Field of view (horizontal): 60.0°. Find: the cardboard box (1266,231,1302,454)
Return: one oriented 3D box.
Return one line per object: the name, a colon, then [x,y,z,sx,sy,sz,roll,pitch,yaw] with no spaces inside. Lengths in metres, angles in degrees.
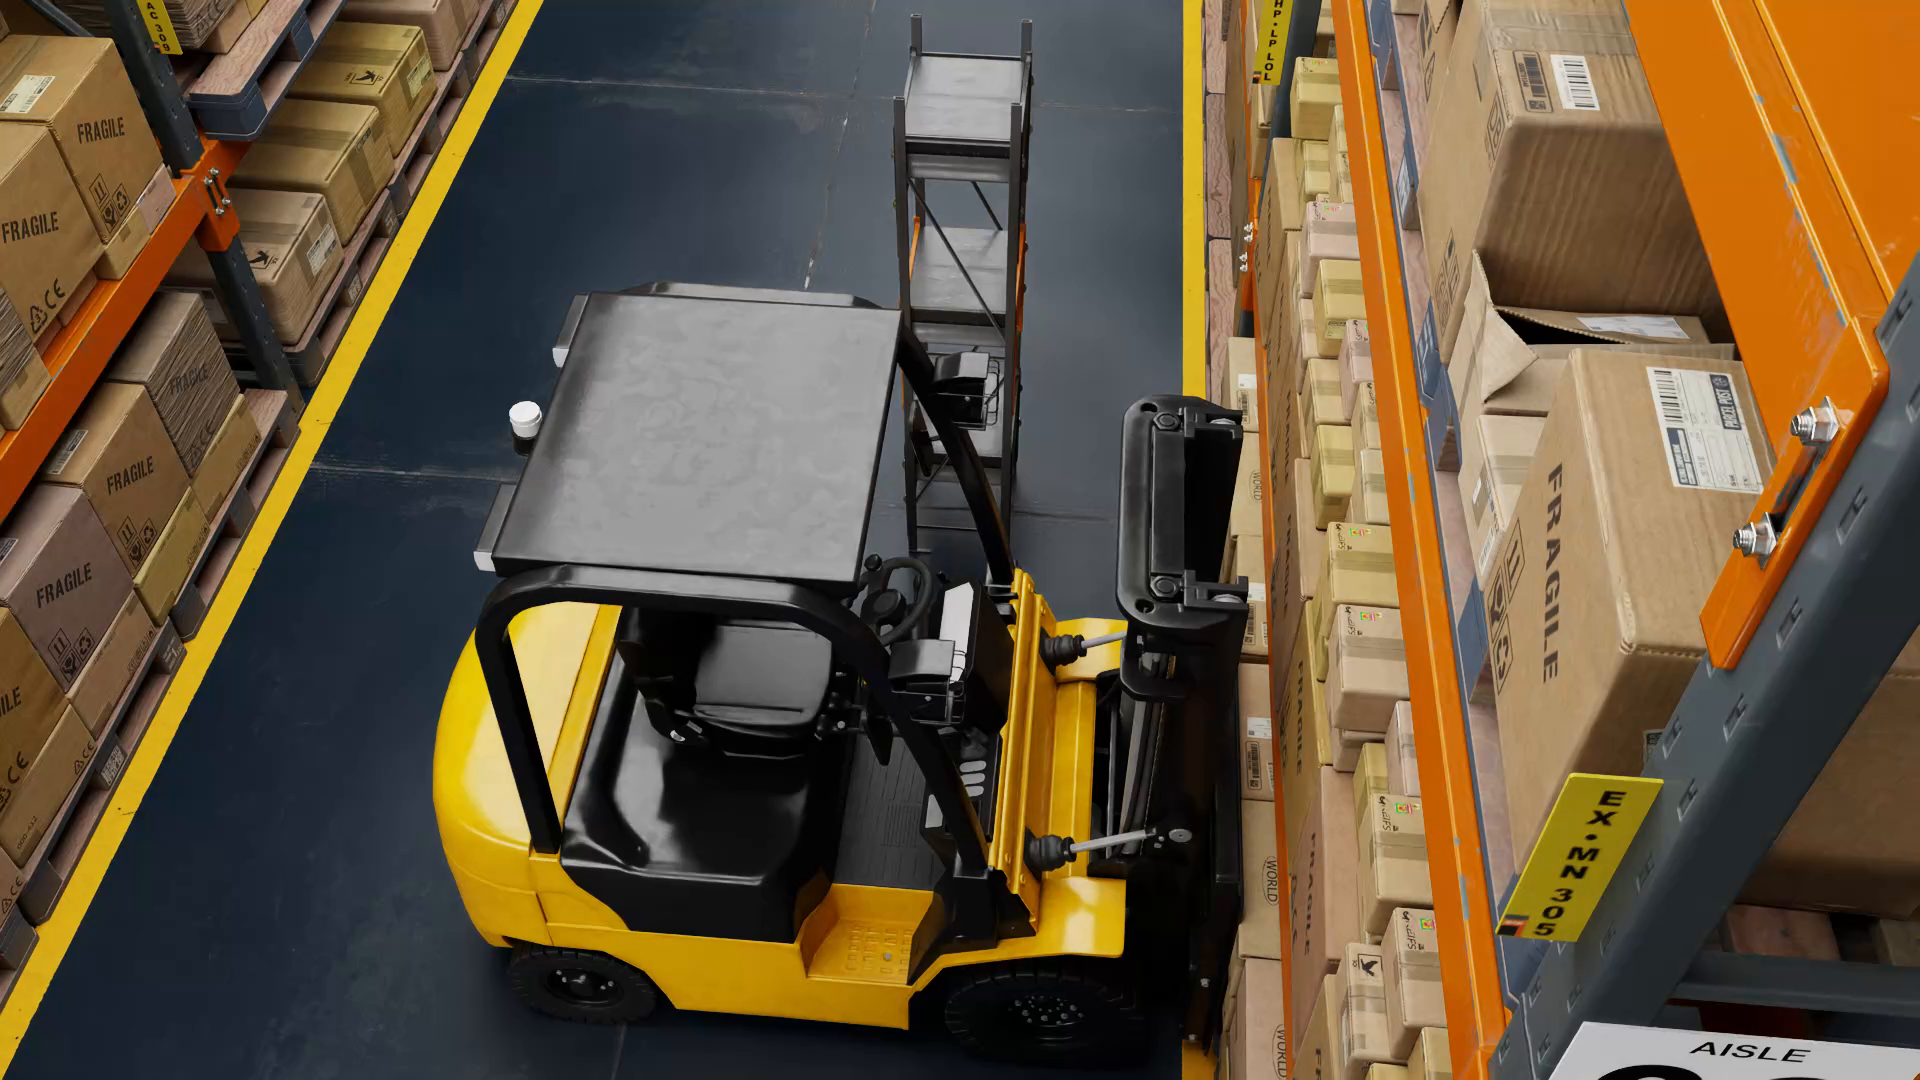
cardboard box: [1.246,-0.597,5.195,0.500,0.500,0.500,5,48,4]

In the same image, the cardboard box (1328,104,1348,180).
cardboard box: [1.336,-1.195,5.101,0.380,0.149,0.250,5,48,4]

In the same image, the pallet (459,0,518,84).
pallet: [-3.074,-3.011,9.361,1.003,0.211,1.213,4,48,4]

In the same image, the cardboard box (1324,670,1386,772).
cardboard box: [1.055,0.400,3.844,0.380,0.149,0.250,2,48,2]

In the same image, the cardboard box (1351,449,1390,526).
cardboard box: [1.169,-0.074,4.076,0.380,0.149,0.250,4,48,4]

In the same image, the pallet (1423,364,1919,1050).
pallet: [1.303,0.183,2.577,1.003,0.211,1.213,4,48,4]

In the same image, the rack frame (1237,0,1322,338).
rack frame: [1.577,-1.256,5.866,1.000,3.000,0.127,4,48,4]

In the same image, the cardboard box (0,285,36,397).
cardboard box: [-3.242,-0.617,5.012,0.500,0.500,0.500,5,48,5]

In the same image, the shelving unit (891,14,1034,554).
shelving unit: [0.015,-0.830,6.086,0.431,2.100,0.503,4,48,4]

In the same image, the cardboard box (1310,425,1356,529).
cardboard box: [1.125,-0.157,4.353,0.380,0.149,0.250,3,48,3]

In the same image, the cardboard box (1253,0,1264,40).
cardboard box: [1.407,-2.130,6.428,0.500,0.250,0.500,3,48,3]

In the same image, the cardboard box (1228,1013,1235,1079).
cardboard box: [1.002,1.555,4.535,0.500,0.250,0.500,3,48,3]

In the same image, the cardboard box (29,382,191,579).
cardboard box: [-3.198,-0.227,5.995,0.500,0.500,0.500,5,48,4]

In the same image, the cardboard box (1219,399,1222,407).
cardboard box: [1.226,-0.303,6.235,0.500,0.250,0.500,4,48,3]

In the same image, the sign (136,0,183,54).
sign: [-2.825,-1.848,5.821,0.100,0.325,0.005,4,48,4]

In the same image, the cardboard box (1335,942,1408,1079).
cardboard box: [0.959,0.968,3.325,0.380,0.149,0.250,5,48,4]

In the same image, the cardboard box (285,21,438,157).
cardboard box: [-3.197,-2.267,8.287,0.950,0.372,0.625,5,48,5]

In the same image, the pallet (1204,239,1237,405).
pallet: [1.605,-0.859,7.392,1.003,0.211,1.213,4,48,4]

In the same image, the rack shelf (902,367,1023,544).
rack shelf: [0.015,-0.349,6.613,0.431,0.518,0.480,4,48,4]

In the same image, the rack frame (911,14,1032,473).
rack frame: [0.037,-1.010,6.250,0.400,2.100,0.015,4,48,4]

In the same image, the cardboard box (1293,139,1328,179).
cardboard box: [1.286,-1.292,5.391,0.380,0.149,0.250,3,48,3]

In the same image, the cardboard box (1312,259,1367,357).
cardboard box: [1.182,-0.633,4.588,0.380,0.149,0.250,3,48,3]

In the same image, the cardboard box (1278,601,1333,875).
cardboard box: [1.099,0.513,4.180,0.500,0.500,0.500,3,48,3]

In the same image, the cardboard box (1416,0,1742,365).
cardboard box: [1.203,-0.625,2.836,0.700,0.500,0.500,4,48,4]

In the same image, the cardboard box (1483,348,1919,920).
cardboard box: [1.010,0.120,2.154,0.500,0.500,0.500,5,48,5]

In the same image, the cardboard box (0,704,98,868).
cardboard box: [-3.291,0.788,5.575,0.500,0.250,0.500,7,48,6]

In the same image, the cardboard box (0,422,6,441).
cardboard box: [-3.234,-0.312,5.173,0.380,0.149,0.250,3,48,3]

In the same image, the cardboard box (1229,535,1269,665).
cardboard box: [1.130,0.269,5.372,0.500,0.250,0.500,5,48,5]

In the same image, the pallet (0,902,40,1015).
pallet: [-3.615,1.643,5.104,1.003,0.211,1.213,4,48,4]

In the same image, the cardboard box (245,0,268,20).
cardboard box: [-2.970,-2.211,6.626,0.380,0.149,0.250,5,48,4]

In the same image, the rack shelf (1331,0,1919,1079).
rack shelf: [1.395,-0.622,3.608,0.919,0.124,3.809,4,48,4]

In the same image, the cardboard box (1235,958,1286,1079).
cardboard box: [0.985,1.398,4.340,0.500,0.250,0.500,5,48,4]

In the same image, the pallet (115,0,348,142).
pallet: [-3.152,-2.074,6.744,1.003,0.211,1.213,4,48,4]

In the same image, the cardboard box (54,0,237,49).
cardboard box: [-3.038,-2.188,6.164,0.500,0.500,0.500,5,48,4]

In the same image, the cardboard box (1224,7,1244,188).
cardboard box: [1.758,-2.102,7.965,0.875,0.625,0.625,2,48,2]

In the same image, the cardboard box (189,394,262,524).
cardboard box: [-3.153,-0.348,6.614,0.500,0.250,0.500,6,48,5]

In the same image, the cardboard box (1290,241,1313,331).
cardboard box: [1.172,-0.732,4.879,0.380,0.149,0.250,5,48,4]

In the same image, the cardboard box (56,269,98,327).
cardboard box: [-3.209,-0.875,5.688,0.380,0.149,0.250,4,48,4]

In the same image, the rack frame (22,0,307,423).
rack frame: [-3.366,-1.587,6.168,1.000,3.000,0.127,4,48,4]

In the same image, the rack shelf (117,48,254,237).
rack shelf: [-3.184,-2.814,7.778,1.077,0.370,4.000,4,48,4]

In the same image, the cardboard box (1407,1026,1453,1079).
cardboard box: [1.035,1.053,3.045,0.380,0.149,0.250,4,48,4]

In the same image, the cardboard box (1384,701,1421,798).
cardboard box: [1.120,0.498,3.553,0.380,0.149,0.250,4,48,4]
